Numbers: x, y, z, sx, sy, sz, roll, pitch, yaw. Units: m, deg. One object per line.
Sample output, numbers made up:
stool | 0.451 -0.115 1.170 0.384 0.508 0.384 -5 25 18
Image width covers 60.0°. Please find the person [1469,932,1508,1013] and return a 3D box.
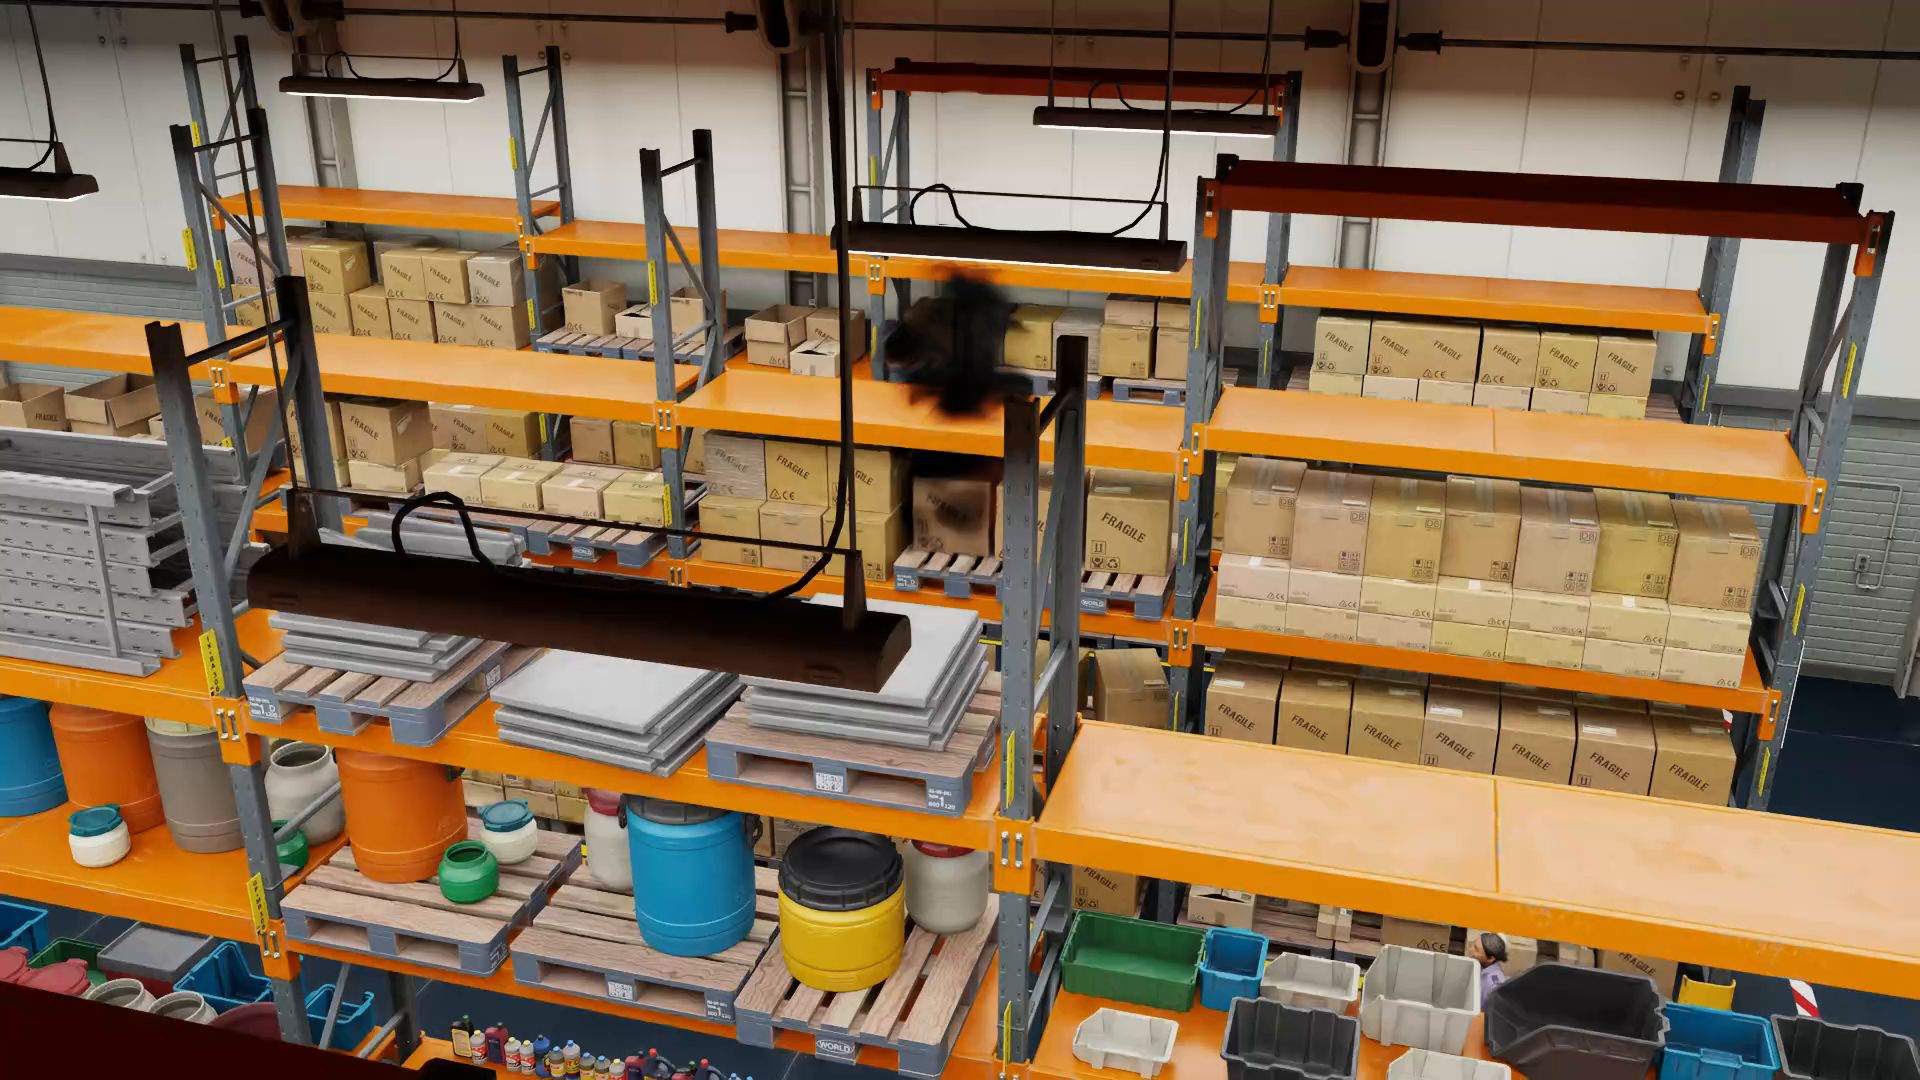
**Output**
person | 3.448 3.250 10.914 0.581 1.606 0.585 1 23 3
